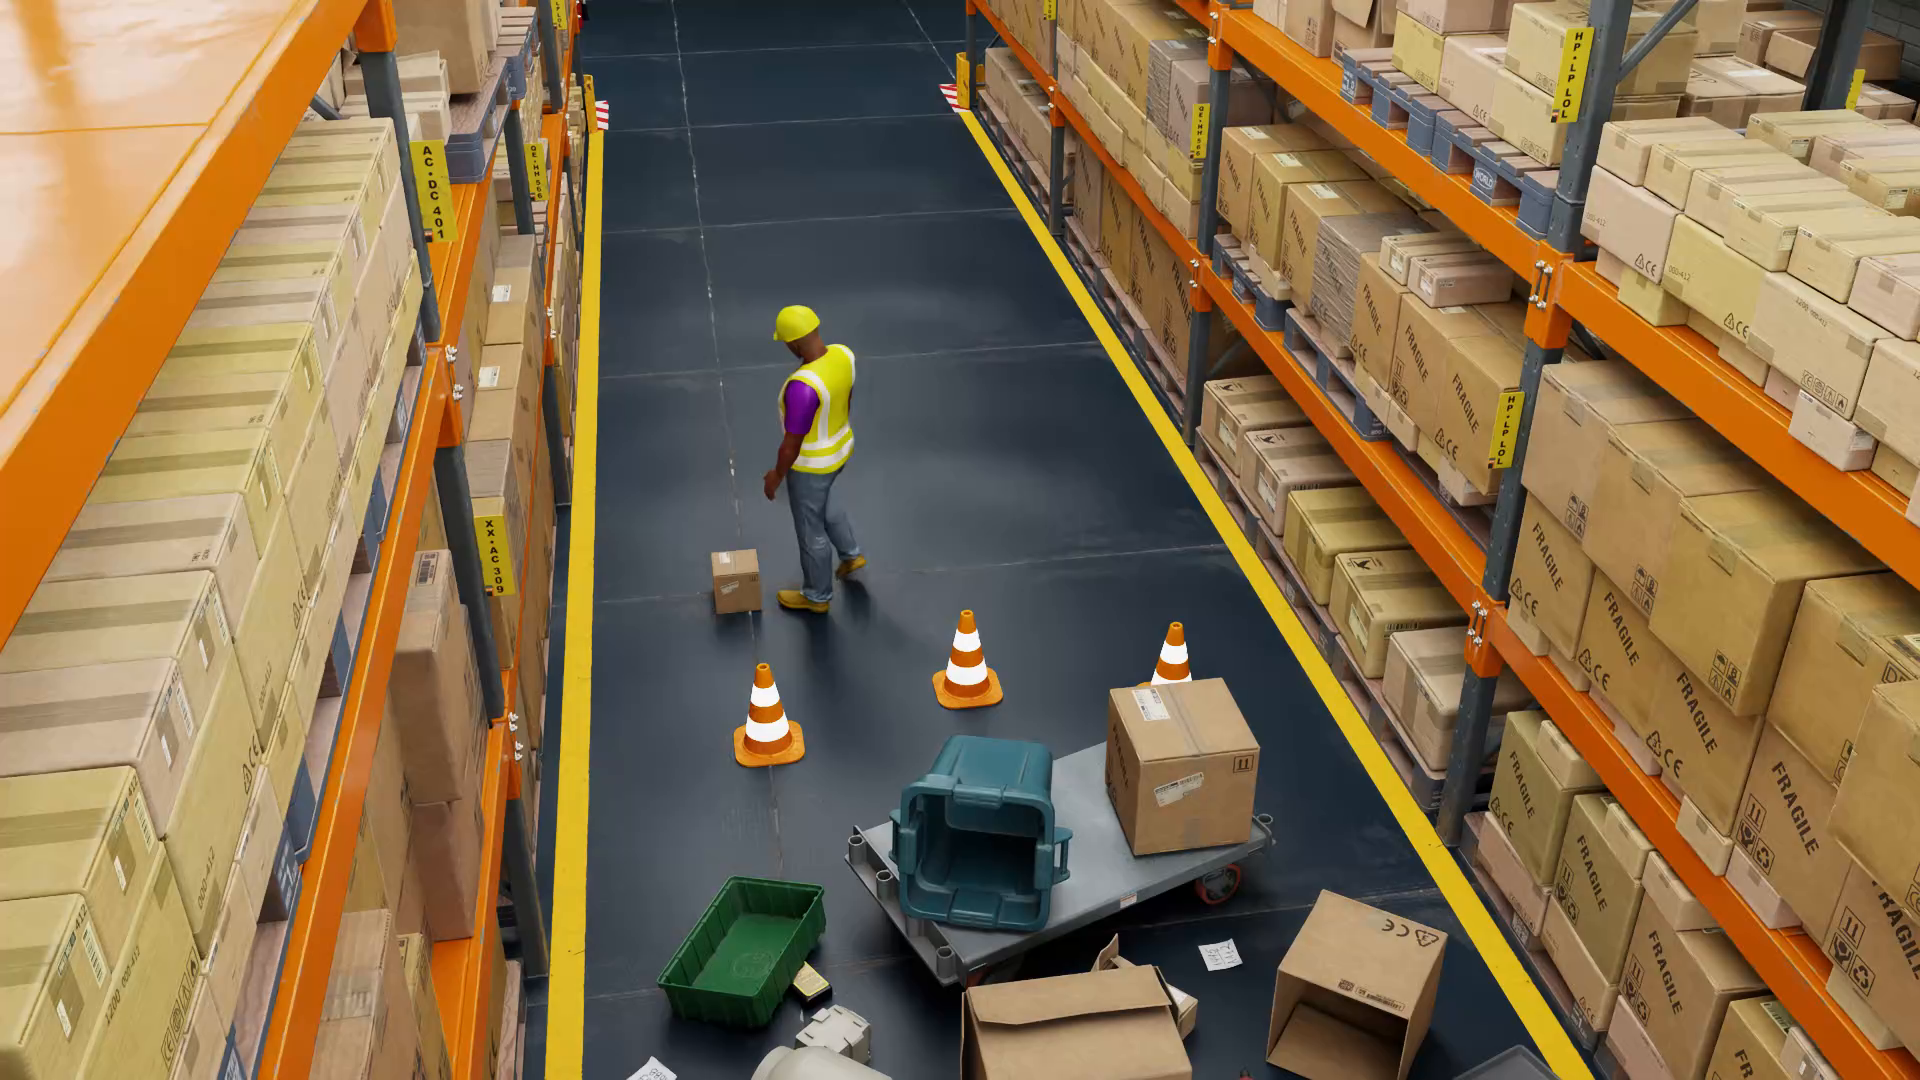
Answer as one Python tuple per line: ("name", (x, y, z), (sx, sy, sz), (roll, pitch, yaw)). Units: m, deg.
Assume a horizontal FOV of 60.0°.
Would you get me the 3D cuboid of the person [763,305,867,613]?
("person", (-0.779, -0.433, 8.831), (0.415, 1.784, 0.633), (11, 32, 19))
